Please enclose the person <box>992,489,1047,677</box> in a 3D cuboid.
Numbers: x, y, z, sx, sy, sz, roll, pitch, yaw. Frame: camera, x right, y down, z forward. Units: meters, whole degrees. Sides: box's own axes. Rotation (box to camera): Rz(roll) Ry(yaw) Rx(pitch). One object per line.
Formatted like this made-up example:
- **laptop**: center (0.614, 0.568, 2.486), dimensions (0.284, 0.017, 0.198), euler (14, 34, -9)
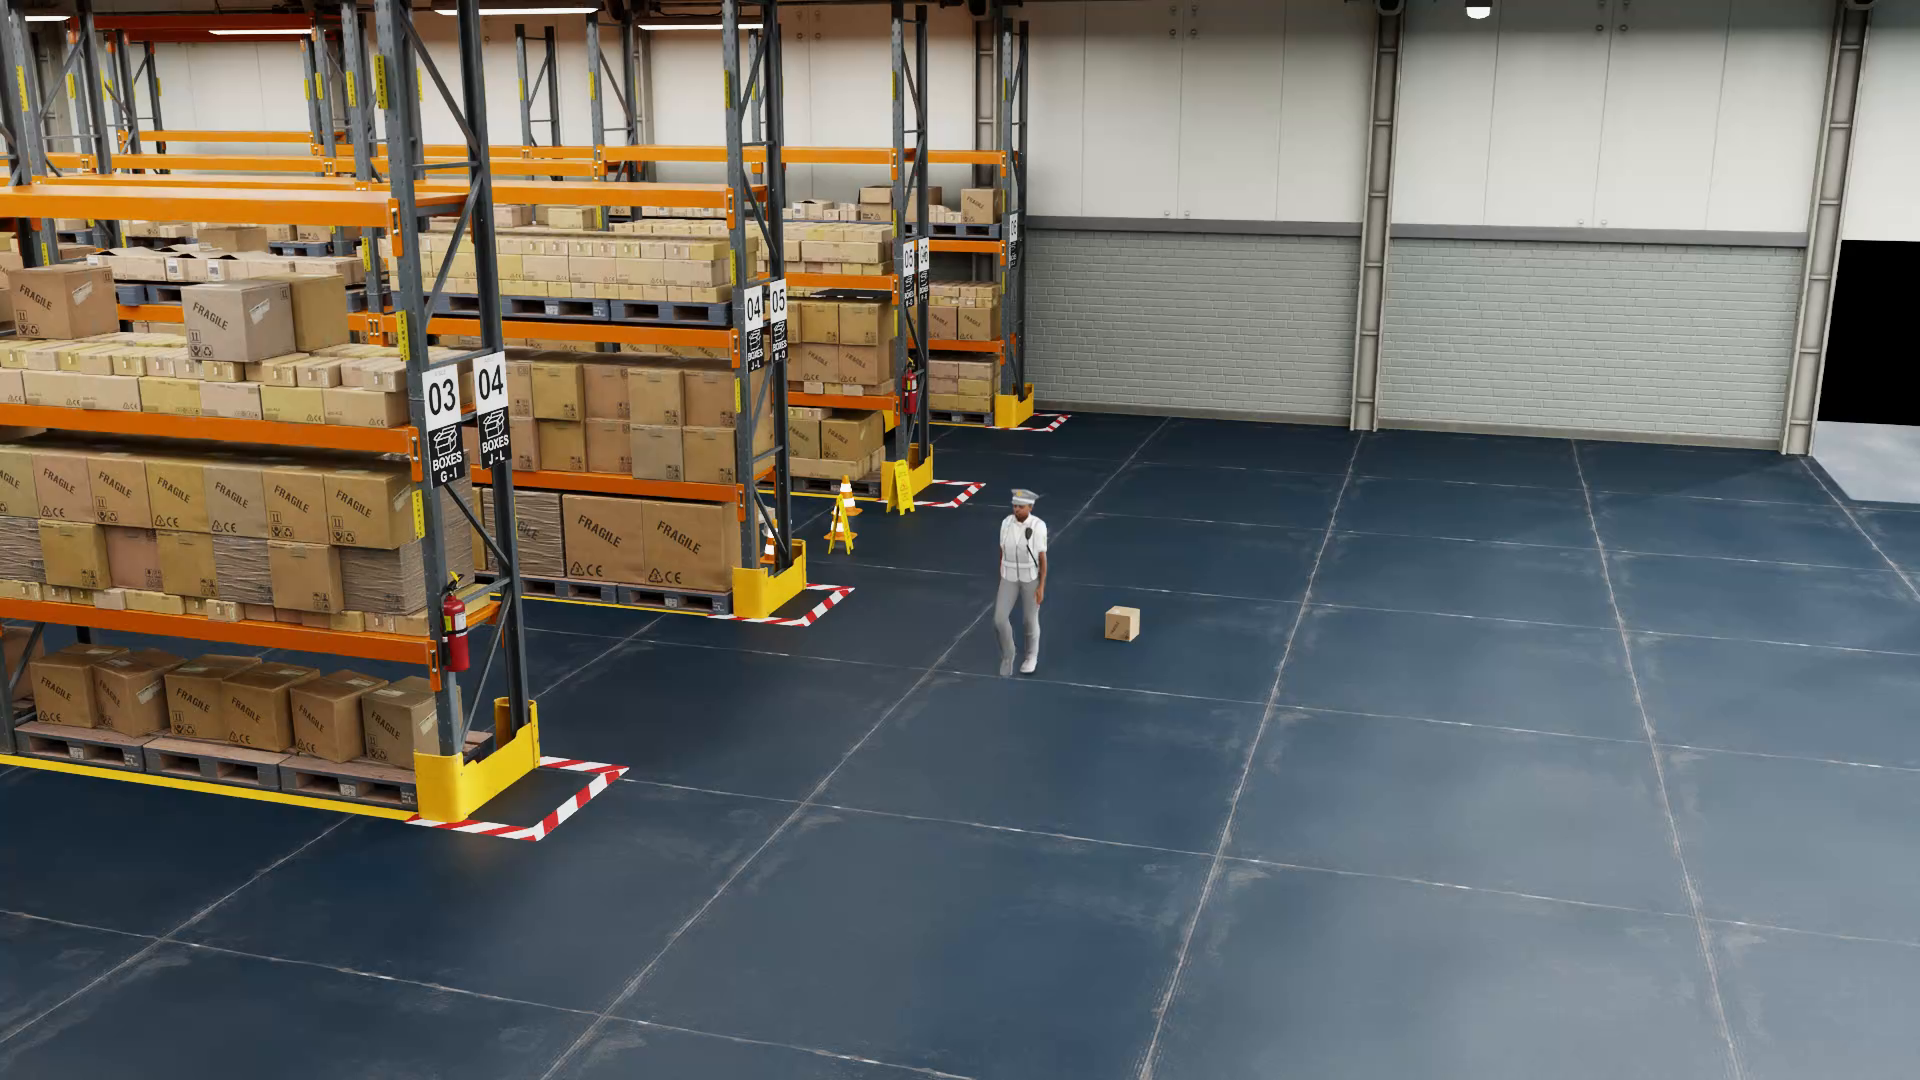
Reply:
- **person**: center (0.540, 0.388, 14.507), dimensions (0.464, 1.743, 0.481), euler (5, 16, 18)
